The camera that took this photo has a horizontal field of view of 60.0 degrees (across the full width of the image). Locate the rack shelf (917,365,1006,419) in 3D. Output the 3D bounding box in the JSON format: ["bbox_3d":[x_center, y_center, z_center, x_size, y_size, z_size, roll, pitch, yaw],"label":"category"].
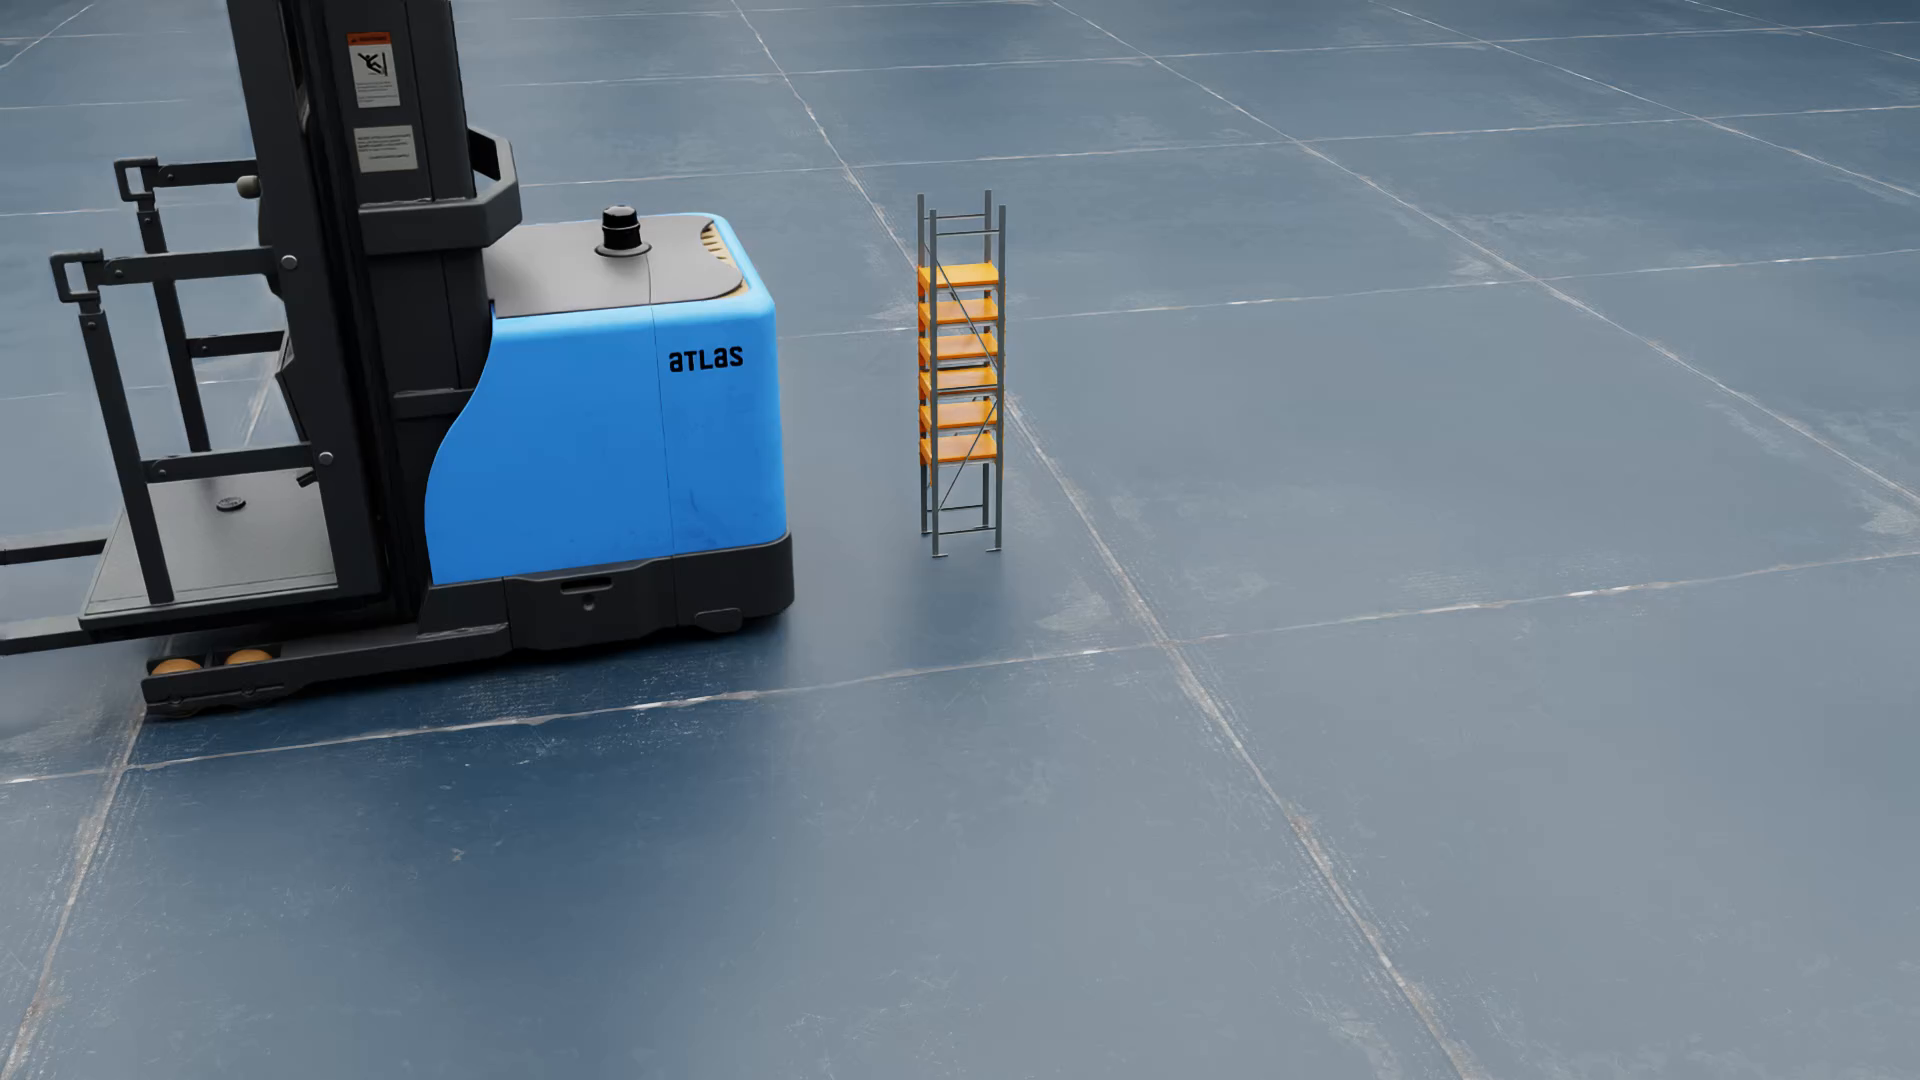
[{"bbox_3d":[0.003,-0.490,5.487,0.258,0.103,0.180,-6,27,-12],"label":"rack shelf"}]

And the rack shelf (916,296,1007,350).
[{"bbox_3d":[0.003,-0.704,5.379,0.258,0.103,0.180,-6,27,-12],"label":"rack shelf"}]

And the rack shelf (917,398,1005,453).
[{"bbox_3d":[0.003,-0.382,5.541,0.258,0.103,0.180,-6,27,-12],"label":"rack shelf"}]

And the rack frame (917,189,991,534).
[{"bbox_3d":[-0.017,-0.569,5.547,0.240,1.200,0.006,-6,27,-12],"label":"rack frame"}]

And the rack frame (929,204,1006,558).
[{"bbox_3d":[0.024,-0.489,5.387,0.240,1.200,0.006,-6,27,-12],"label":"rack frame"}]

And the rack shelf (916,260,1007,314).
[{"bbox_3d":[0.003,-0.811,5.325,0.258,0.103,0.180,-6,27,-12],"label":"rack shelf"}]

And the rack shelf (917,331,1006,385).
[{"bbox_3d":[0.003,-0.597,5.433,0.258,0.103,0.180,-6,27,-12],"label":"rack shelf"}]

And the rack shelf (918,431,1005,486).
[{"bbox_3d":[0.003,-0.275,5.595,0.258,0.103,0.180,-6,27,-12],"label":"rack shelf"}]

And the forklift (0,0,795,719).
[{"bbox_3d":[-2.095,-1.065,4.607,3.031,2.935,1.130,-7,28,-14],"label":"forklift"}]

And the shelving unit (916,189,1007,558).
[{"bbox_3d":[0.003,-0.529,5.467,0.258,1.200,0.189,-6,27,-12],"label":"shelving unit"}]
